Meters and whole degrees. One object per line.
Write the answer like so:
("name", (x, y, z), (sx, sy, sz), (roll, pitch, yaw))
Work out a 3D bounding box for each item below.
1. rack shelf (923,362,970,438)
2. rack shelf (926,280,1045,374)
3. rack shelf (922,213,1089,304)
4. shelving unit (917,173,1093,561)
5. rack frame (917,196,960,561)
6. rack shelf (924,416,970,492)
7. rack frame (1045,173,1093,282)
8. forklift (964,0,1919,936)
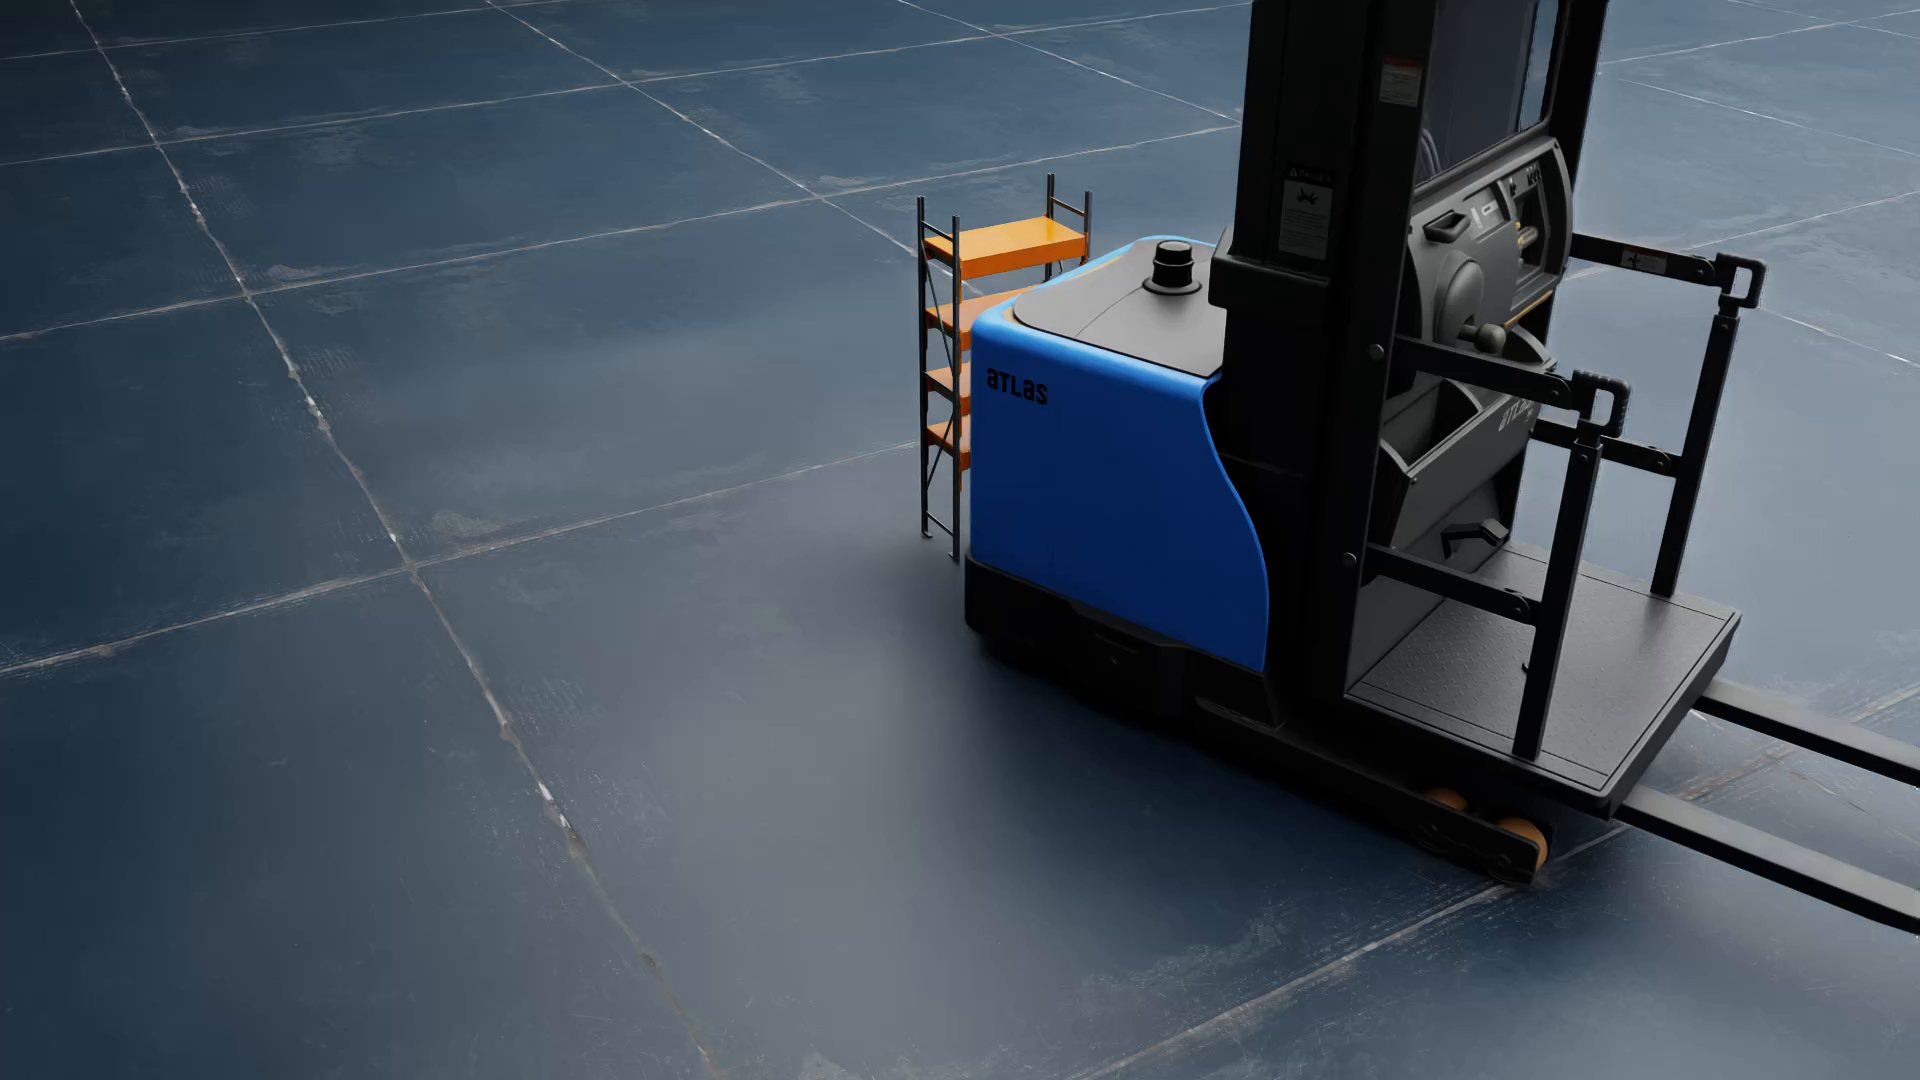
("rack shelf", (0.143, -0.507, 5.566), (0.480, 0.148, 0.258), (-16, 33, -26))
("rack shelf", (0.143, -0.703, 5.458), (0.480, 0.148, 0.258), (-16, 33, -26))
("rack shelf", (0.143, -0.910, 5.344), (0.480, 0.148, 0.258), (-16, 33, -26))
("shelving unit", (0.143, -0.566, 5.534), (0.503, 1.200, 0.258), (-16, 33, -26))
("rack frame", (-0.068, -0.506, 5.425), (0.015, 1.200, 0.240), (-16, 33, -26))
("rack shelf", (0.143, -0.333, 5.662), (0.480, 0.148, 0.258), (-16, 33, -26))
("rack frame", (0.353, -0.626, 5.642), (0.015, 1.200, 0.240), (-16, 33, -26))
("forklift", (1.480, -0.710, 4.003), (3.031, 2.935, 1.130), (21, 35, 33))
